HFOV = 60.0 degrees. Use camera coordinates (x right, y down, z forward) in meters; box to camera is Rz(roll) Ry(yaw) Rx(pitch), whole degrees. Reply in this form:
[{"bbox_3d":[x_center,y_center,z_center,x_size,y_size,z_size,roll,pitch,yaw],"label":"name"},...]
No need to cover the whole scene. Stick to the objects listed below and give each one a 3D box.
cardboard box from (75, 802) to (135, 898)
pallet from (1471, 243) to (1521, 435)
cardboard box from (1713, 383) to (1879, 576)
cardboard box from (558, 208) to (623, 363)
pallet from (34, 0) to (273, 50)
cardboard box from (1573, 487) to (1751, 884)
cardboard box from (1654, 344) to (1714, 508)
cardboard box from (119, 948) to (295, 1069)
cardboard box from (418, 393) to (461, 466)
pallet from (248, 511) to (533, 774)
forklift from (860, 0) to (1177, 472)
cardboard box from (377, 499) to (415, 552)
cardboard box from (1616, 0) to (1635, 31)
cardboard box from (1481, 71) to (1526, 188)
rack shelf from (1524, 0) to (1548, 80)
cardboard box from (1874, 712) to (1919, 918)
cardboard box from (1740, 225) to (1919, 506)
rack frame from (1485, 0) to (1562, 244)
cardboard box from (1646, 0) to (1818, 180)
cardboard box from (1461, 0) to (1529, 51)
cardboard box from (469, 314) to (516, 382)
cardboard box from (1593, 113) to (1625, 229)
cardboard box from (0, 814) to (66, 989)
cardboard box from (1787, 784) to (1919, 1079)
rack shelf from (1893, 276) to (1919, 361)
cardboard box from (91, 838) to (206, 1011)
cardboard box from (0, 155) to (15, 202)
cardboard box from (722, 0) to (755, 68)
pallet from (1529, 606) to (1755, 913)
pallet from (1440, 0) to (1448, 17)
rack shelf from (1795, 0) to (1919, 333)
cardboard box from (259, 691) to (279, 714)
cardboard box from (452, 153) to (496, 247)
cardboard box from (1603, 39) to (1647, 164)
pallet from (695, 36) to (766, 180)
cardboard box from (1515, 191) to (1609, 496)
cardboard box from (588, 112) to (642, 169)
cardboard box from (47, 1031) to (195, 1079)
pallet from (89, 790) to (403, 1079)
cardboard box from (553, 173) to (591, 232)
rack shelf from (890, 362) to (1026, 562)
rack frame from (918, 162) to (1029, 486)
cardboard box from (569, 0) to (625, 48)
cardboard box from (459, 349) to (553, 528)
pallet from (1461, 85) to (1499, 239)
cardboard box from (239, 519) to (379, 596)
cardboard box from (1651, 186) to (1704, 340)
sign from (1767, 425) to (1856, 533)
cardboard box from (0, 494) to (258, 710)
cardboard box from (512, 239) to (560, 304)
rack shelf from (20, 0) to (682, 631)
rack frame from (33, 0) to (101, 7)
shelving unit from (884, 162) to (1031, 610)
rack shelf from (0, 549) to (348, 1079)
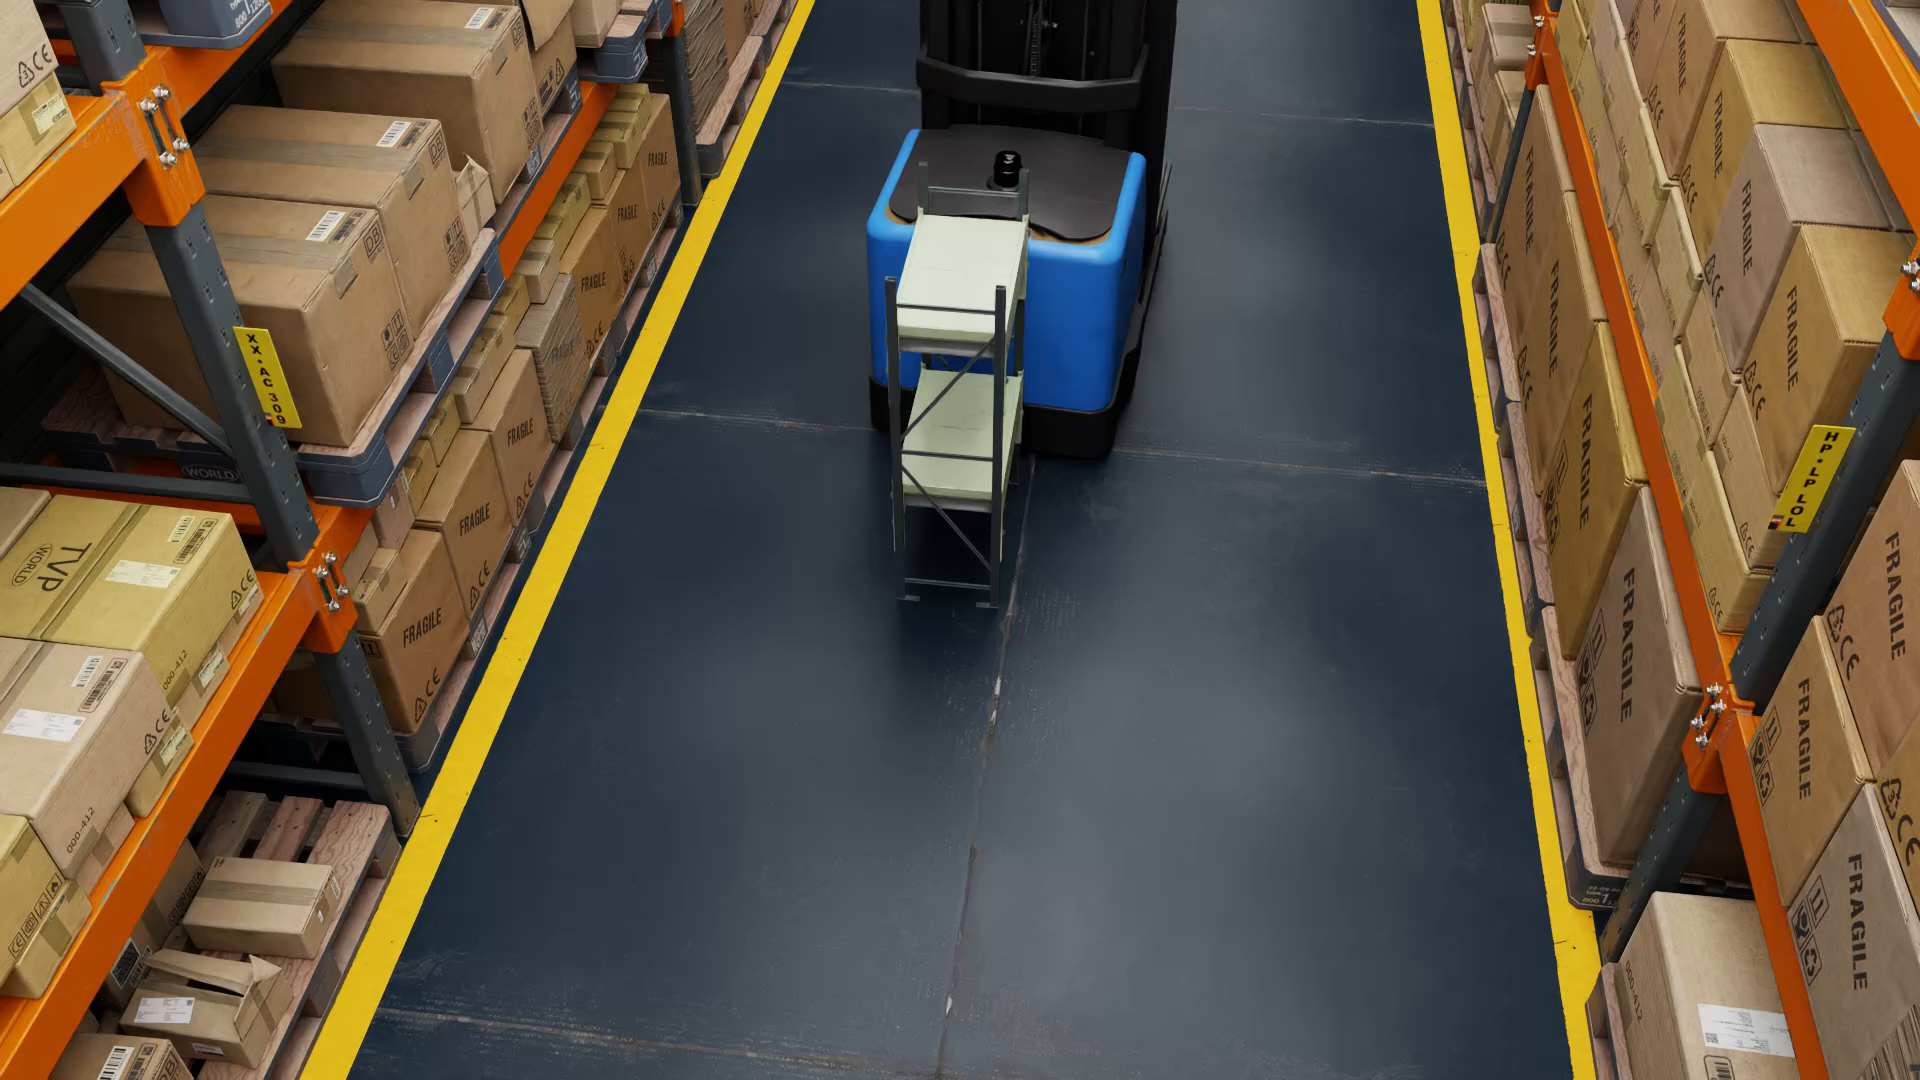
[{"bbox_3d":[-2.244,0.711,4.000,0.380,0.149,0.250,6,44,7],"label":"cardboard box"},{"bbox_3d":[2.903,-0.890,7.536,1.003,0.211,1.213,5,44,6],"label":"pallet"},{"bbox_3d":[2.370,-0.156,4.479,0.500,0.250,0.500,5,44,5],"label":"cardboard box"},{"bbox_3d":[-1.825,-1.121,7.265,0.500,0.500,0.500,7,44,7],"label":"cardboard box"},{"bbox_3d":[-2.212,-1.614,4.228,1.213,0.211,1.003,5,44,6],"label":"pallet"},{"bbox_3d":[2.556,0.483,5.299,0.875,0.875,0.875,6,44,7],"label":"cardboard box"},{"bbox_3d":[2.431,-0.328,5.024,0.500,0.250,0.500,5,44,5],"label":"cardboard box"},{"bbox_3d":[-2.197,1.335,4.842,0.396,0.266,0.258,7,44,7],"label":"cardboard box"},{"bbox_3d":[-2.051,-0.416,6.048,0.380,0.149,0.250,5,44,5],"label":"cardboard box"},{"bbox_3d":[-2.298,0.299,6.280,1.003,0.211,1.213,5,44,6],"label":"pallet"},{"bbox_3d":[8.791,0.032,4.436,19.036,3.140,6.652,8,44,9],"label":"forklift"},{"bbox_3d":[-2.097,-0.052,5.664,0.380,0.149,0.250,4,44,4],"label":"cardboard box"},{"bbox_3d":[2.718,-2.179,6.070,0.500,0.500,0.500,5,44,6],"label":"cardboard box"},{"bbox_3d":[3.166,-2.015,8.302,0.950,0.372,0.625,3,43,3],"label":"cardboard box"},{"bbox_3d":[3.346,-3.535,8.825,1.077,0.370,4.000,5,44,6],"label":"rack shelf"},{"bbox_3d":[2.177,0.540,3.198,0.500,0.500,0.500,5,44,5],"label":"cardboard box"},{"bbox_3d":[2.363,-0.433,4.226,0.500,0.500,0.500,7,44,7],"label":"cardboard box"},{"bbox_3d":[3.082,-2.433,7.138,1.000,3.000,0.127,5,44,6],"label":"rack frame"},{"bbox_3d":[2.564,-1.485,5.336,0.500,0.500,0.500,6,44,6],"label":"cardboard box"},{"bbox_3d":[3.362,-3.035,9.380,0.950,0.372,0.625,7,44,7],"label":"cardboard box"},{"bbox_3d":[-1.946,-0.752,6.403,0.380,0.149,0.250,7,44,7],"label":"cardboard box"},{"bbox_3d":[2.642,-1.359,6.113,0.500,0.250,0.500,7,44,7],"label":"cardboard box"},{"bbox_3d":[-2.324,0.842,3.572,0.500,0.250,0.500,5,44,5],"label":"cardboard box"},{"bbox_3d":[2.161,0.896,3.550,0.500,0.500,0.500,5,44,6],"label":"cardboard box"},{"bbox_3d":[2.289,0.828,2.035,1.077,0.370,4.000,5,44,6],"label":"rack shelf"},{"bbox_3d":[-2.689,1.097,5.060,0.500,0.311,0.500,7,44,7],"label":"cardboard box"},{"bbox_3d":[-2.158,-0.715,3.324,0.380,0.149,0.250,5,44,5],"label":"cardboard box"},{"bbox_3d":[-1.664,-3.042,9.202,0.875,0.625,0.625,7,44,7],"label":"cardboard box"},{"bbox_3d":[2.580,0.773,5.780,1.003,0.211,1.213,5,44,6],"label":"pallet"},{"bbox_3d":[3.509,-3.616,10.415,1.003,0.211,1.213,5,44,6],"label":"pallet"},{"bbox_3d":[2.817,-1.898,4.914,1.077,0.370,4.000,5,44,6],"label":"rack shelf"},{"bbox_3d":[-2.596,0.238,5.829,0.500,0.500,0.500,5,44,5],"label":"cardboard box"},{"bbox_3d":[-1.804,-1.171,5.597,0.396,0.266,0.258,7,44,8],"label":"cardboard box"},{"bbox_3d":[2.622,-1.546,5.947,0.500,0.250,0.500,5,44,5],"label":"cardboard box"},{"bbox_3d":[-1.691,-2.426,9.159,1.003,0.211,1.213,5,44,6],"label":"pallet"},{"bbox_3d":[2.786,-0.743,6.593,0.875,0.875,0.875,6,44,6],"label":"cardboard box"},{"bbox_3d":[-1.658,-1.813,7.524,0.380,0.149,0.250,3,44,3],"label":"cardboard box"},{"bbox_3d":[-2.433,1.631,4.358,0.700,0.500,0.500,4,44,4],"label":"cardboard box"},{"bbox_3d":[-2.459,1.325,5.197,1.003,0.211,1.213,5,44,6],"label":"pallet"},{"bbox_3d":[-1.817,-1.462,7.153,0.380,0.149,0.250,6,44,7],"label":"cardboard box"},{"bbox_3d":[0.001,-0.312,6.463,0.431,0.370,0.720,5,44,6],"label":"rack shelf"},{"bbox_3d":[0.049,-0.799,6.503,0.400,1.500,0.023,5,44,6],"label":"rack frame"},{"bbox_3d":[-1.657,-2.231,6.728,0.500,0.250,0.500,3,44,4],"label":"cardboard box"},{"bbox_3d":[-1.950,-0.413,6.517,0.500,0.500,0.500,4,44,4],"label":"cardboard box"},{"bbox_3d":[3.187,-1.953,8.659,1.003,0.211,1.213,5,44,6],"label":"pallet"},{"bbox_3d":[-2.117,0.030,5.361,0.380,0.149,0.250,5,44,5],"label":"cardboard box"},{"bbox_3d":[2.491,-0.851,5.213,0.500,0.250,0.500,6,44,7],"label":"cardboard box"},{"bbox_3d":[2.014,-0.141,3.933,0.100,0.325,0.005,5,44,6],"label":"sign"},{"bbox_3d":[-2.193,0.160,4.292,0.500,0.250,0.500,6,44,7],"label":"cardboard box"},{"bbox_3d":[-1.856,-1.101,6.772,0.380,0.149,0.250,3,44,4],"label":"cardboard box"},{"bbox_3d":[-2.103,-1.257,6.419,1.077,0.370,4.000,5,44,6],"label":"rack shelf"},{"bbox_3d":[-2.368,-2.334,2.670,1.000,3.000,0.127,5,44,6],"label":"rack frame"},{"bbox_3d":[0.001,-0.549,6.239,0.431,1.500,0.755,5,44,6],"label":"shelving unit"},{"bbox_3d":[-2.632,1.469,3.540,1.077,0.370,4.000,5,44,6],"label":"rack shelf"}]
